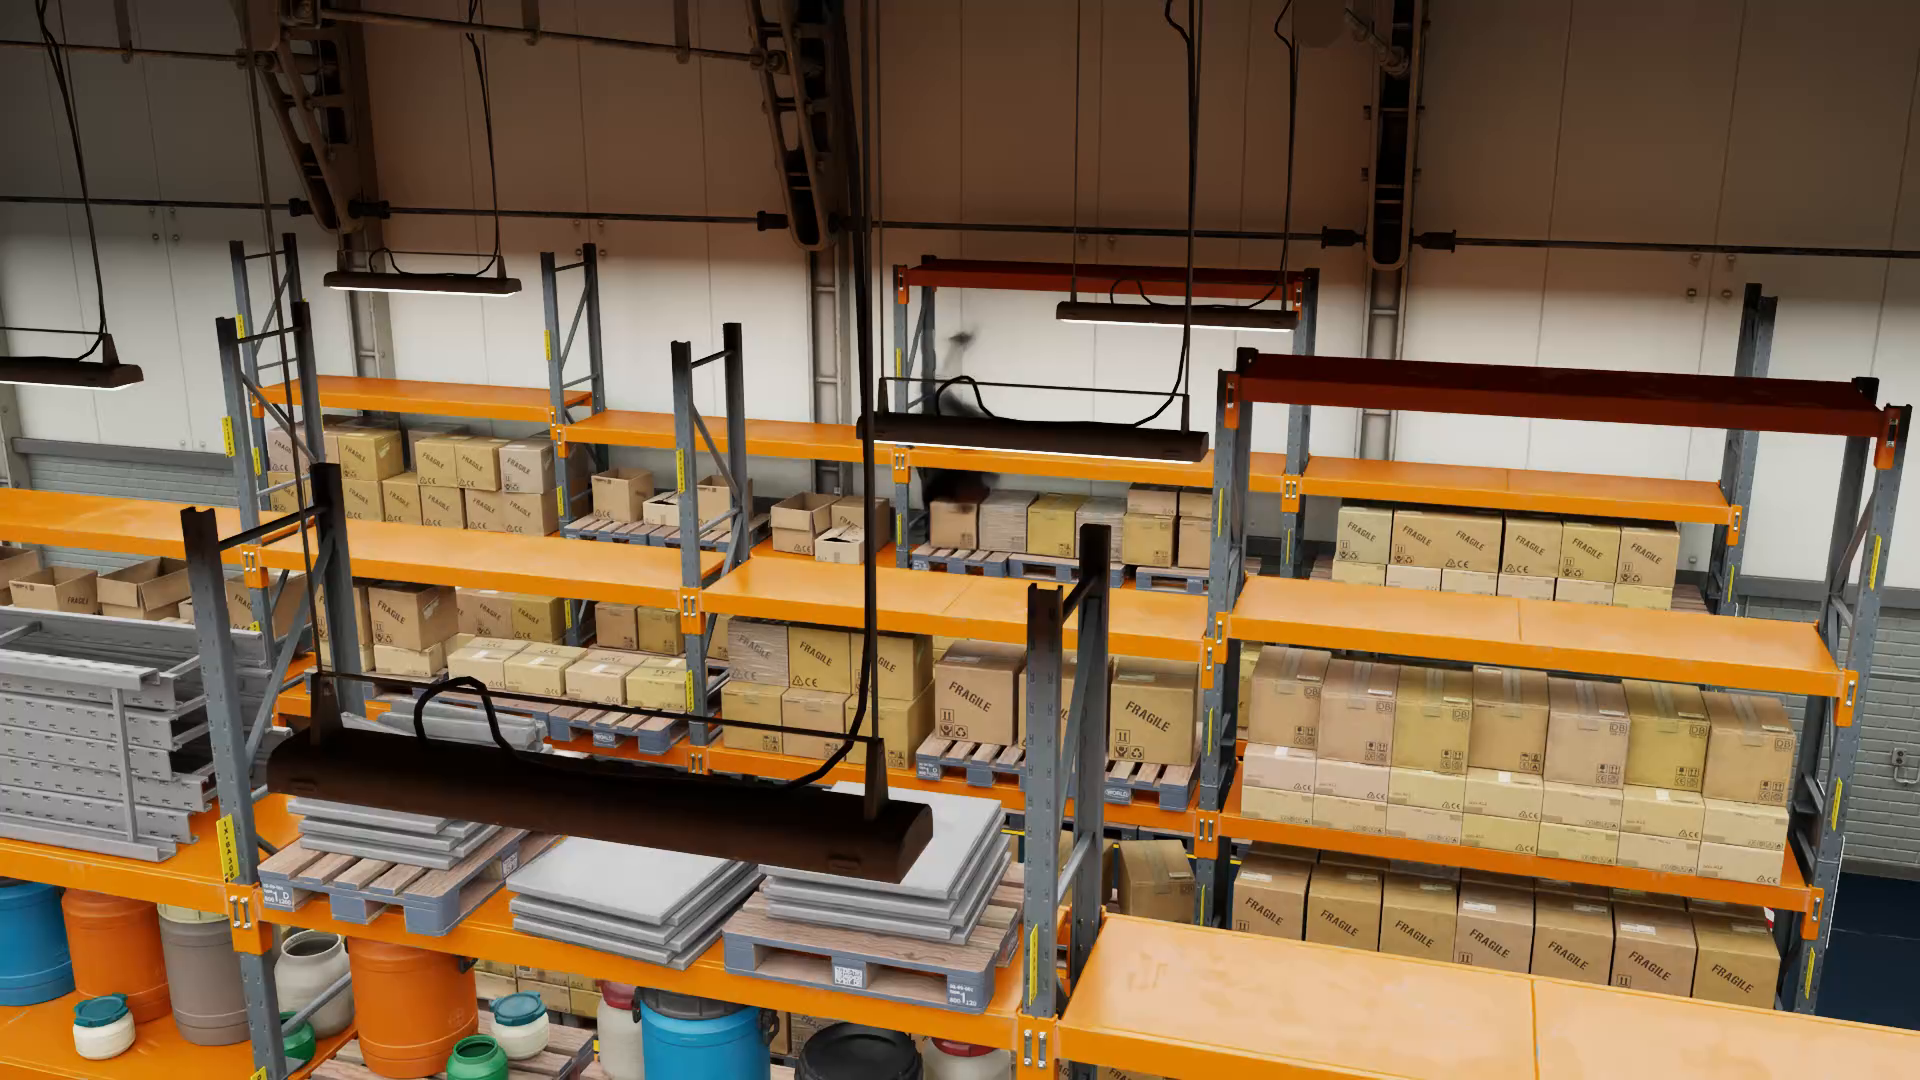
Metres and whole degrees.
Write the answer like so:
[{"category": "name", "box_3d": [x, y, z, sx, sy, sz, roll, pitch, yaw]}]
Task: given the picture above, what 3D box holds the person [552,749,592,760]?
[{"category": "person", "box_3d": [-3.765, 2.464, 16.056, 0.589, 1.731, 0.702, 1, 16, 5]}]
